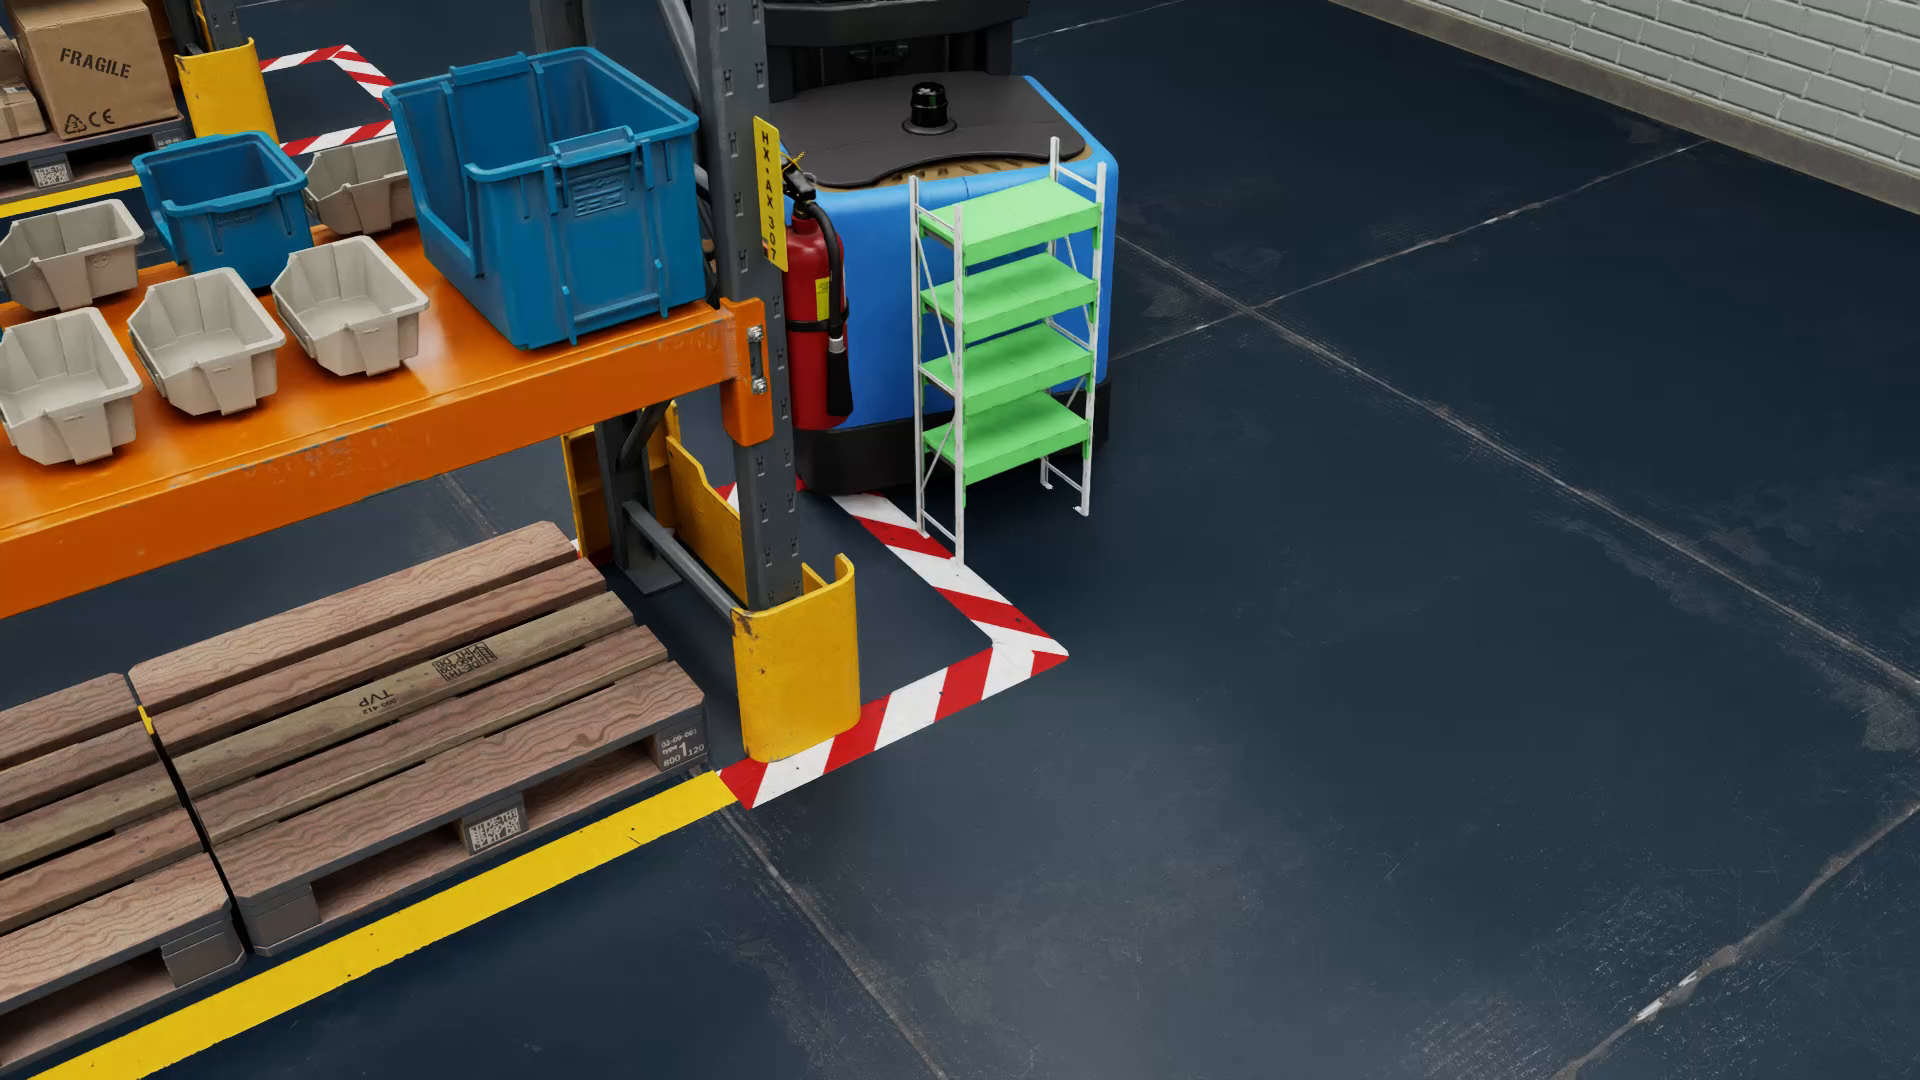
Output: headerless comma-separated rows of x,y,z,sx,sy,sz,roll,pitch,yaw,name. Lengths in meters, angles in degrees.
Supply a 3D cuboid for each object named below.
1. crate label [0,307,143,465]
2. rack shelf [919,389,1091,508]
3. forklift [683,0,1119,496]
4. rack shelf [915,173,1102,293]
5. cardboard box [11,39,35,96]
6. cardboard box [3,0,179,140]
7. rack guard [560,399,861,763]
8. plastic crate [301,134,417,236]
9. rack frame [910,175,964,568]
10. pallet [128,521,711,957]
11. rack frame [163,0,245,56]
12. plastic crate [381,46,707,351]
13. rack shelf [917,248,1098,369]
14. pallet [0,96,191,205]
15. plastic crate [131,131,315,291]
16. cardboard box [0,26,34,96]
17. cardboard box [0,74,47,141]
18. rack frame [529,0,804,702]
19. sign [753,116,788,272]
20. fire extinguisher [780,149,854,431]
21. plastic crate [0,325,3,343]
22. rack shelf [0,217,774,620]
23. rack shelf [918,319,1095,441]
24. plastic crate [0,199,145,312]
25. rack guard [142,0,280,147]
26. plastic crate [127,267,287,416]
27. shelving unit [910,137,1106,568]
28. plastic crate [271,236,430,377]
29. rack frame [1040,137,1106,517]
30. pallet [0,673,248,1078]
-1.757,-0.292,3.261,0.243,0.136,0.396,-22,41,-28,crate label
0.138,-0.294,5.150,0.480,0.148,0.258,-22,41,-27,rack shelf
-0.441,-2.192,5.787,1.130,2.935,3.031,-11,37,-15,forklift
0.136,-0.879,4.730,0.480,0.148,0.258,-22,41,-27,rack shelf
-4.331,-2.264,7.879,0.250,0.166,0.380,-22,41,-28,cardboard box
-3.889,-2.160,7.448,0.500,0.500,0.500,-22,41,-28,cardboard box
-0.724,0.069,4.725,0.348,0.500,1.175,-22,41,-28,rack guard
-1.438,-0.854,4.043,0.298,0.136,0.250,-22,41,-28,plastic crate
-0.064,-0.460,4.862,0.015,1.200,0.240,-22,41,-27,rack frame
-1.433,0.460,4.430,1.213,0.211,1.003,-22,41,-28,pallet
-3.587,-3.297,7.264,0.127,3.000,1.000,-22,41,-28,rack frame
-0.902,-0.768,3.667,0.499,0.435,0.616,-22,41,-28,plastic crate
0.137,-0.684,4.870,0.480,0.148,0.258,-22,41,-27,rack shelf
-4.300,-1.870,7.670,1.213,0.211,1.003,-22,41,-28,pallet
-1.666,-0.740,3.802,0.300,0.233,0.416,-22,41,-28,plastic crate
-4.603,-2.143,7.639,0.500,0.250,0.500,-22,41,-28,cardboard box
-4.272,-1.931,7.416,0.250,0.166,0.380,-22,41,-28,cardboard box
-0.736,-0.931,3.976,0.127,3.000,1.000,-22,41,-28,rack frame
-0.406,-0.740,3.571,0.005,0.325,0.100,-22,41,-28,sign
-0.351,-0.582,3.876,0.183,0.674,0.296,-22,41,-28,fire extinguisher
-2.204,-0.519,3.494,0.300,0.233,0.416,-22,41,-28,plastic crate
-2.371,0.034,3.250,4.000,0.370,1.077,-22,41,-28,rack shelf
0.137,-0.489,5.010,0.480,0.148,0.258,-22,41,-27,rack shelf
-1.992,-0.626,3.726,0.298,0.136,0.250,-22,41,-28,plastic crate
-3.649,-2.256,7.959,0.348,0.500,1.175,-22,41,-28,rack guard
-1.544,-0.397,3.408,0.243,0.136,0.396,-22,41,-28,plastic crate
0.137,-0.541,4.973,0.503,1.200,0.258,-22,41,-27,shelving unit
-1.299,-0.488,3.534,0.243,0.136,0.396,-22,41,-28,plastic crate
0.339,-0.622,5.085,0.015,1.200,0.240,-22,41,-27,rack frame
-2.429,0.868,3.863,1.213,0.211,1.003,-22,41,-28,pallet
